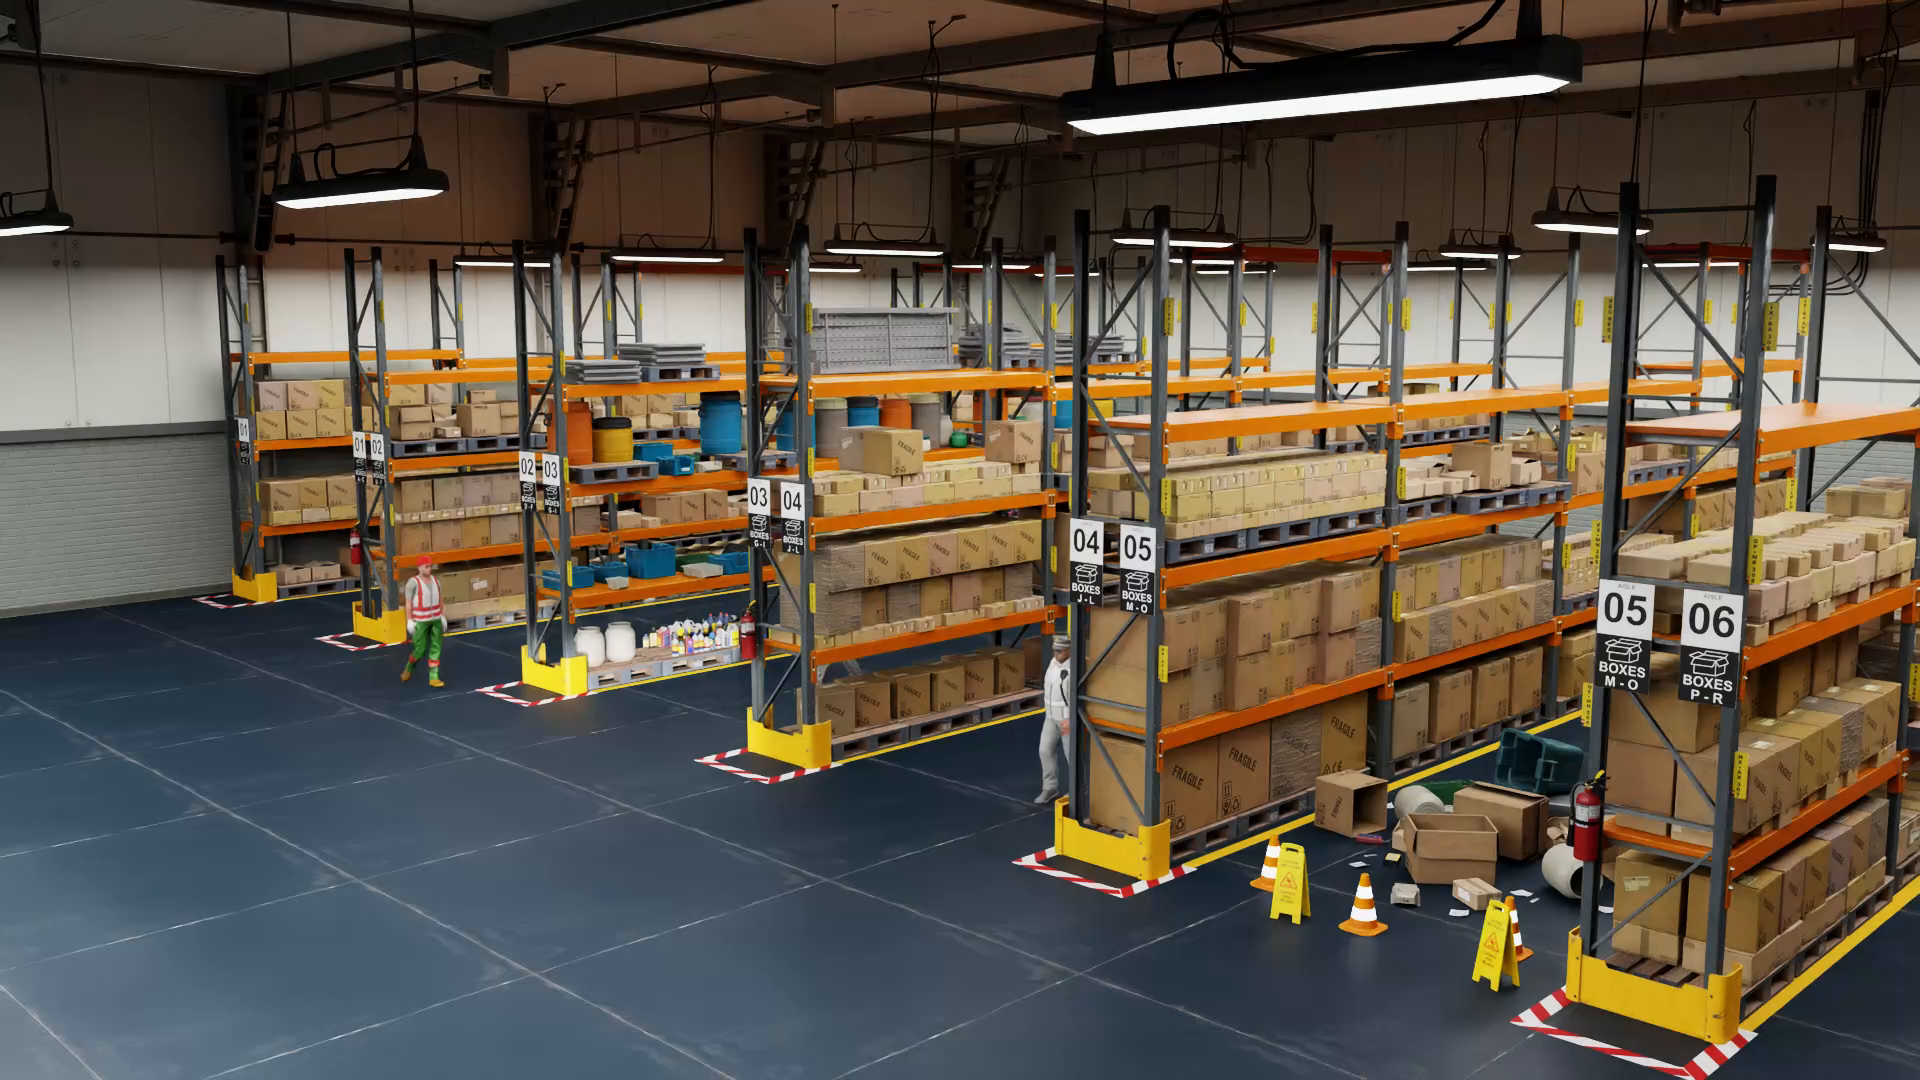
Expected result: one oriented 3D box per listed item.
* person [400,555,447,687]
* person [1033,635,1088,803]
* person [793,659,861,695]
[{"bbox_3d":[-7.245,1.089,22.508,0.617,1.785,0.560,7,10,39],"label":"person"},{"bbox_3d":[1.062,1.877,17.318,0.569,1.804,0.581,-6,10,-38],"label":"person"},{"bbox_3d":[-1.740,1.186,21.942,0.991,1.725,0.614,-2,8,-12],"label":"person"}]
